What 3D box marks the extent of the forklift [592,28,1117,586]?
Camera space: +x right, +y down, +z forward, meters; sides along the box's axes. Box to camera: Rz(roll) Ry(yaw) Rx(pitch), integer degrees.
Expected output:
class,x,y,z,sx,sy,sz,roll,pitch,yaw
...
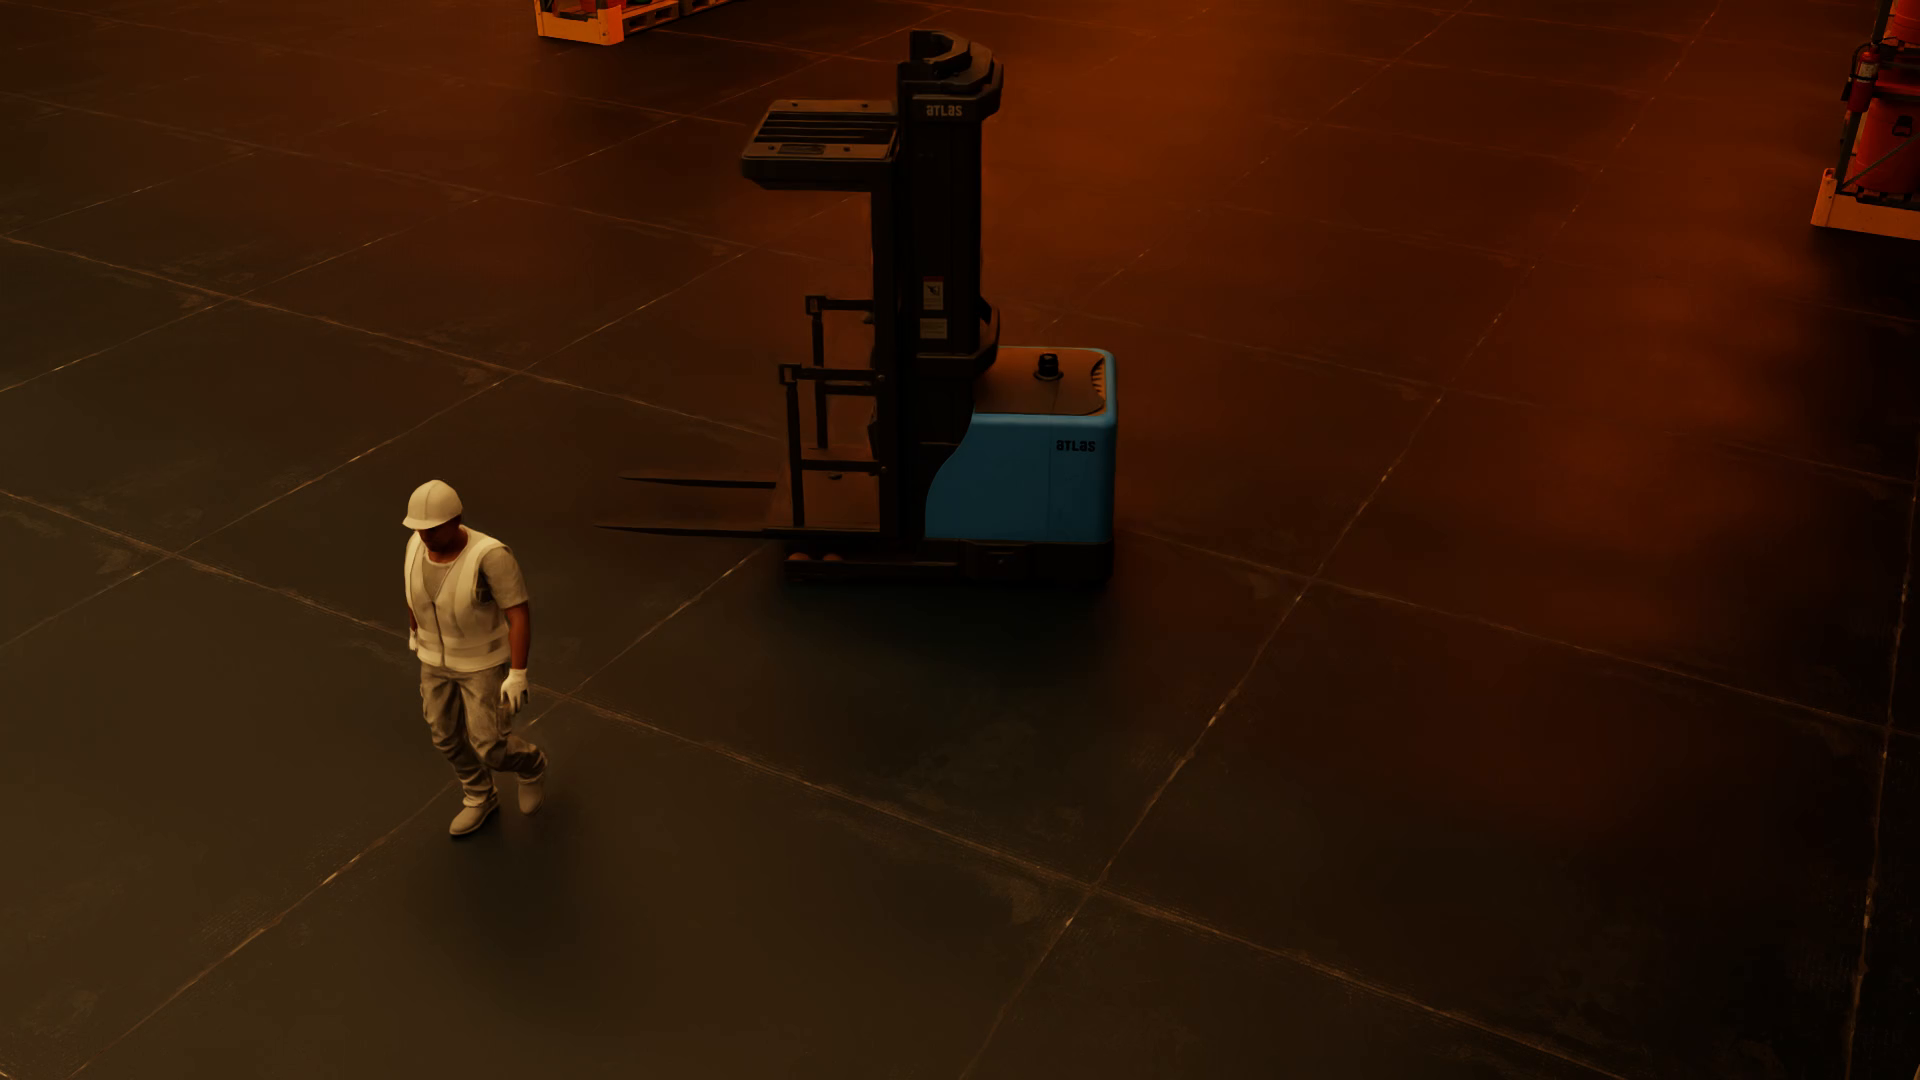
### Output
class,x,y,z,sx,sy,sz,roll,pitch,yaw
forklift,-0.616,-1.282,9.292,3.031,2.935,1.130,2,30,3

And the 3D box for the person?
class,x,y,z,sx,sy,sz,roll,pitch,yaw
person,-2.170,0.531,7.320,0.748,1.764,0.483,10,31,17
